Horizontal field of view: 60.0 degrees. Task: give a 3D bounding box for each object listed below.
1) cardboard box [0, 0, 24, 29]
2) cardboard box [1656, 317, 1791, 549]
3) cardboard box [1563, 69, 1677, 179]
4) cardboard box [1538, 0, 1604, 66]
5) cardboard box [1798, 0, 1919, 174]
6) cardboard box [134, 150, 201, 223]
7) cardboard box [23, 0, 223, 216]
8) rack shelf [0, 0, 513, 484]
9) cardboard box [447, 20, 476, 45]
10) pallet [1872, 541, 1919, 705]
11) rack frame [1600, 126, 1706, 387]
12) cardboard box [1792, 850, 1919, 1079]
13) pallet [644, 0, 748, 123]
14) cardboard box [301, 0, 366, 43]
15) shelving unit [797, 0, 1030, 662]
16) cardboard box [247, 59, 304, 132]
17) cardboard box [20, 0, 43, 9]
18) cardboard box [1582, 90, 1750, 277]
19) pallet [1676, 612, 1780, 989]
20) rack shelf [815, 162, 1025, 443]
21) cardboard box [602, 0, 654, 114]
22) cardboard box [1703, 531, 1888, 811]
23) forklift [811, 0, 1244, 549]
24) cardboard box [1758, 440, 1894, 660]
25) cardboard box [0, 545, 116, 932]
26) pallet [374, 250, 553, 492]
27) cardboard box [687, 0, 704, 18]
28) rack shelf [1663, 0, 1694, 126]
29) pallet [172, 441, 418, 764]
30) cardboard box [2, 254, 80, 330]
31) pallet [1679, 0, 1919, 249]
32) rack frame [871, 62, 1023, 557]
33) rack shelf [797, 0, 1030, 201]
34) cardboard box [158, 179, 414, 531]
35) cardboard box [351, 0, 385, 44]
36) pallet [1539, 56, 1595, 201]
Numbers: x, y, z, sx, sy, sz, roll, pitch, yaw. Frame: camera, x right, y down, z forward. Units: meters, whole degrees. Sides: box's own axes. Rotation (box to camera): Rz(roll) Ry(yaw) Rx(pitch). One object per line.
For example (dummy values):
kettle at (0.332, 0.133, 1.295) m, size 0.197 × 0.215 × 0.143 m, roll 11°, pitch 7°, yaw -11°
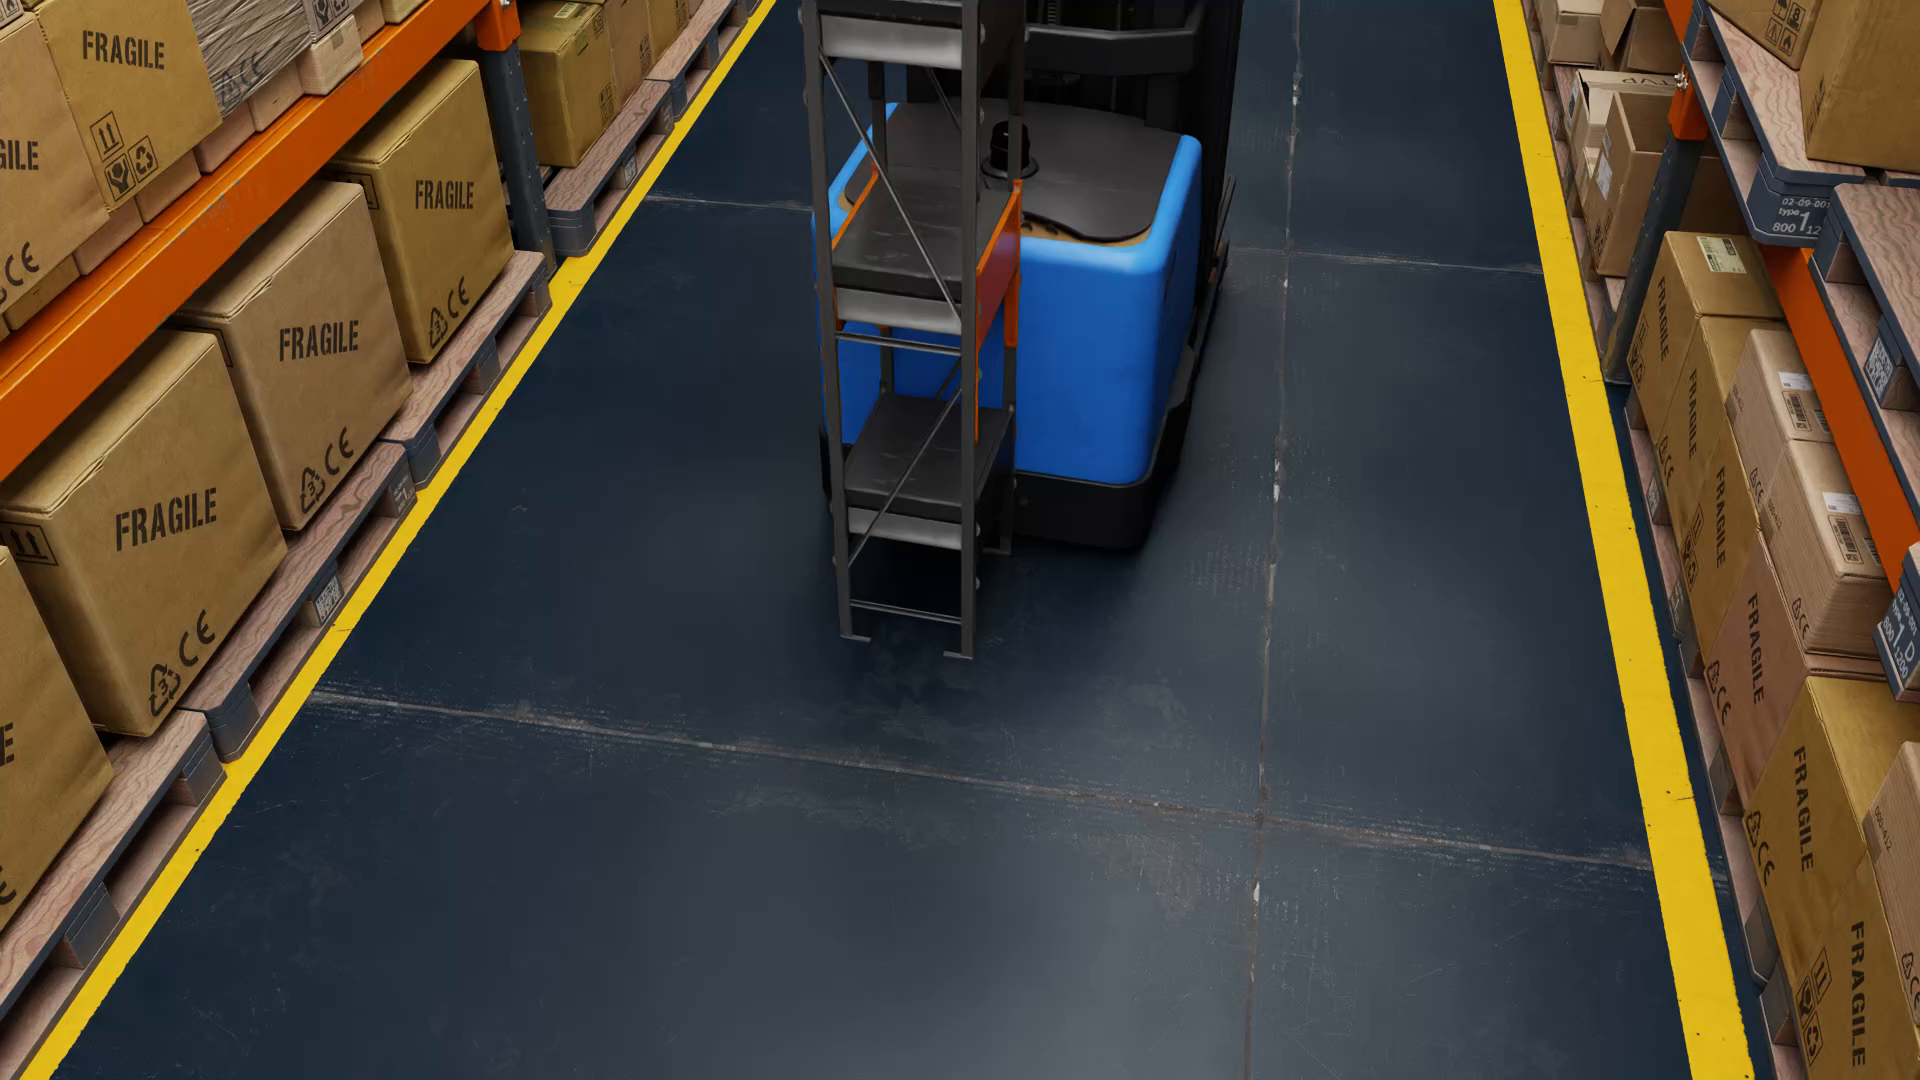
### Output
cardboard box at (-2.268, -1.084, 3.291) m, size 0.500 × 0.250 × 0.500 m, roll 7°, pitch 40°, yaw 8°
cardboard box at (2.391, -0.286, 4.858) m, size 0.500 × 0.500 × 0.500 m, roll 7°, pitch 40°, yaw 8°
cardboard box at (2.745, -1.685, 6.699) m, size 0.500 × 0.311 × 0.500 m, roll 6°, pitch 40°, yaw 8°
cardboard box at (2.942, -2.375, 7.581) m, size 0.500 × 0.250 × 0.500 m, roll 6°, pitch 40°, yaw 8°
cardboard box at (2.437, -1.182, 3.917) m, size 0.700 × 0.500 × 0.500 m, roll 12°, pitch 41°, yaw 15°
cardboard box at (-2.183, -0.946, 4.221) m, size 0.380 × 0.149 × 0.250 m, roll 8°, pitch 40°, yaw 9°
cardboard box at (-2.170, -1.130, 3.935) m, size 0.500 × 0.500 × 0.500 m, roll 7°, pitch 40°, yaw 9°
rack shelf at (-2.429, -0.704, 4.312) m, size 1.077 × 0.370 × 4.000 m, roll 6°, pitch 40°, yaw 8°
cardboard box at (-2.074, -2.074, 6.527) m, size 0.380 × 0.149 × 0.250 m, roll 6°, pitch 40°, yaw 7°
pallet at (2.152, 0.459, 2.492) m, size 1.213 × 0.211 × 1.003 m, roll 6°, pitch 40°, yaw 8°
rack frame at (2.796, -1.692, 4.943) m, size 1.000 × 3.000 × 0.127 m, roll 6°, pitch 40°, yaw 8°
cardboard box at (2.035, 0.999, 3.304) m, size 0.500 × 0.500 × 0.500 m, roll 8°, pitch 40°, yaw 9°
pallet at (-1.666, -2.398, 7.985) m, size 1.003 × 0.211 × 1.213 m, roll 6°, pitch 40°, yaw 8°
cardboard box at (-1.994, -1.758, 4.695) m, size 0.500 × 0.500 × 0.500 m, roll 7°, pitch 40°, yaw 8°
shelving unit at (-0.095, -0.642, 4.379) m, size 0.431 × 2.100 × 0.503 m, roll 9°, pitch 40°, yaw 11°
cardboard box at (-2.068, -1.267, 4.610) m, size 0.380 × 0.149 × 0.250 m, roll 6°, pitch 40°, yaw 8°
cardboard box at (-2.186, -1.405, 3.679) m, size 0.500 × 0.250 × 0.500 m, roll 6°, pitch 40°, yaw 7°
cardboard box at (2.615, -1.287, 6.070) m, size 0.500 × 0.500 × 0.500 m, roll 6°, pitch 40°, yaw 8°
pallet at (2.484, 0.665, 4.280) m, size 1.003 × 0.211 × 1.213 m, roll 6°, pitch 40°, yaw 8°
rack shelf at (-0.095, -0.631, 4.387) m, size 0.431 × 0.518 × 0.480 m, roll 9°, pitch 40°, yaw 11°
cardboard box at (-1.763, -2.208, 7.198) m, size 0.700 × 0.500 × 0.500 m, roll 6°, pitch 40°, yaw 7°
cardboard box at (2.209, 0.344, 4.096) m, size 0.500 × 0.500 × 0.500 m, roll 5°, pitch 40°, yaw 6°
forklift at (0.419, -2.049, 5.428) m, size 1.130 × 2.935 × 3.031 m, roll 9°, pitch 40°, yaw 11°
cardboard box at (2.213, 0.032, 3.886) m, size 0.500 × 0.250 × 0.500 m, roll 6°, pitch 40°, yaw 7°
cardboard box at (-2.519, 0.494, 3.656) m, size 0.750 × 0.750 × 0.750 m, roll 6°, pitch 40°, yaw 7°
pallet at (-2.143, -0.669, 5.894) m, size 1.003 × 0.211 × 1.213 m, roll 6°, pitch 40°, yaw 8°
cardboard box at (-1.587, -2.865, 7.993) m, size 0.700 × 0.500 × 0.500 m, roll 5°, pitch 40°, yaw 6°
rack shelf at (3.142, -2.670, 6.690) m, size 1.077 × 0.370 × 4.000 m, roll 6°, pitch 40°, yaw 8°
pallet at (-2.351, 0.099, 4.965) m, size 1.003 × 0.211 × 1.213 m, roll 6°, pitch 40°, yaw 8°
cardboard box at (-2.295, -0.628, 3.838) m, size 0.380 × 0.149 × 0.250 m, roll 7°, pitch 40°, yaw 8°
pallet at (2.550, -1.129, 4.412) m, size 1.003 × 0.211 × 1.213 m, roll 6°, pitch 40°, yaw 8°
rack frame at (-0.035, -0.793, 4.561) m, size 0.400 × 2.100 × 0.015 m, roll 9°, pitch 40°, yaw 11°
rack shelf at (-0.095, -1.171, 3.941) m, size 0.431 × 0.518 × 0.480 m, roll 9°, pitch 40°, yaw 11°
cardboard box at (-2.219, -0.589, 4.966) m, size 0.750 × 0.750 × 0.750 m, roll 8°, pitch 40°, yaw 9°
cardboard box at (-1.973, -1.585, 4.995) m, size 0.380 × 0.149 × 0.250 m, roll 8°, pitch 40°, yaw 9°
pallet at (3.125, -1.816, 7.281) m, size 1.003 × 0.211 × 1.213 m, roll 6°, pitch 40°, yaw 8°
